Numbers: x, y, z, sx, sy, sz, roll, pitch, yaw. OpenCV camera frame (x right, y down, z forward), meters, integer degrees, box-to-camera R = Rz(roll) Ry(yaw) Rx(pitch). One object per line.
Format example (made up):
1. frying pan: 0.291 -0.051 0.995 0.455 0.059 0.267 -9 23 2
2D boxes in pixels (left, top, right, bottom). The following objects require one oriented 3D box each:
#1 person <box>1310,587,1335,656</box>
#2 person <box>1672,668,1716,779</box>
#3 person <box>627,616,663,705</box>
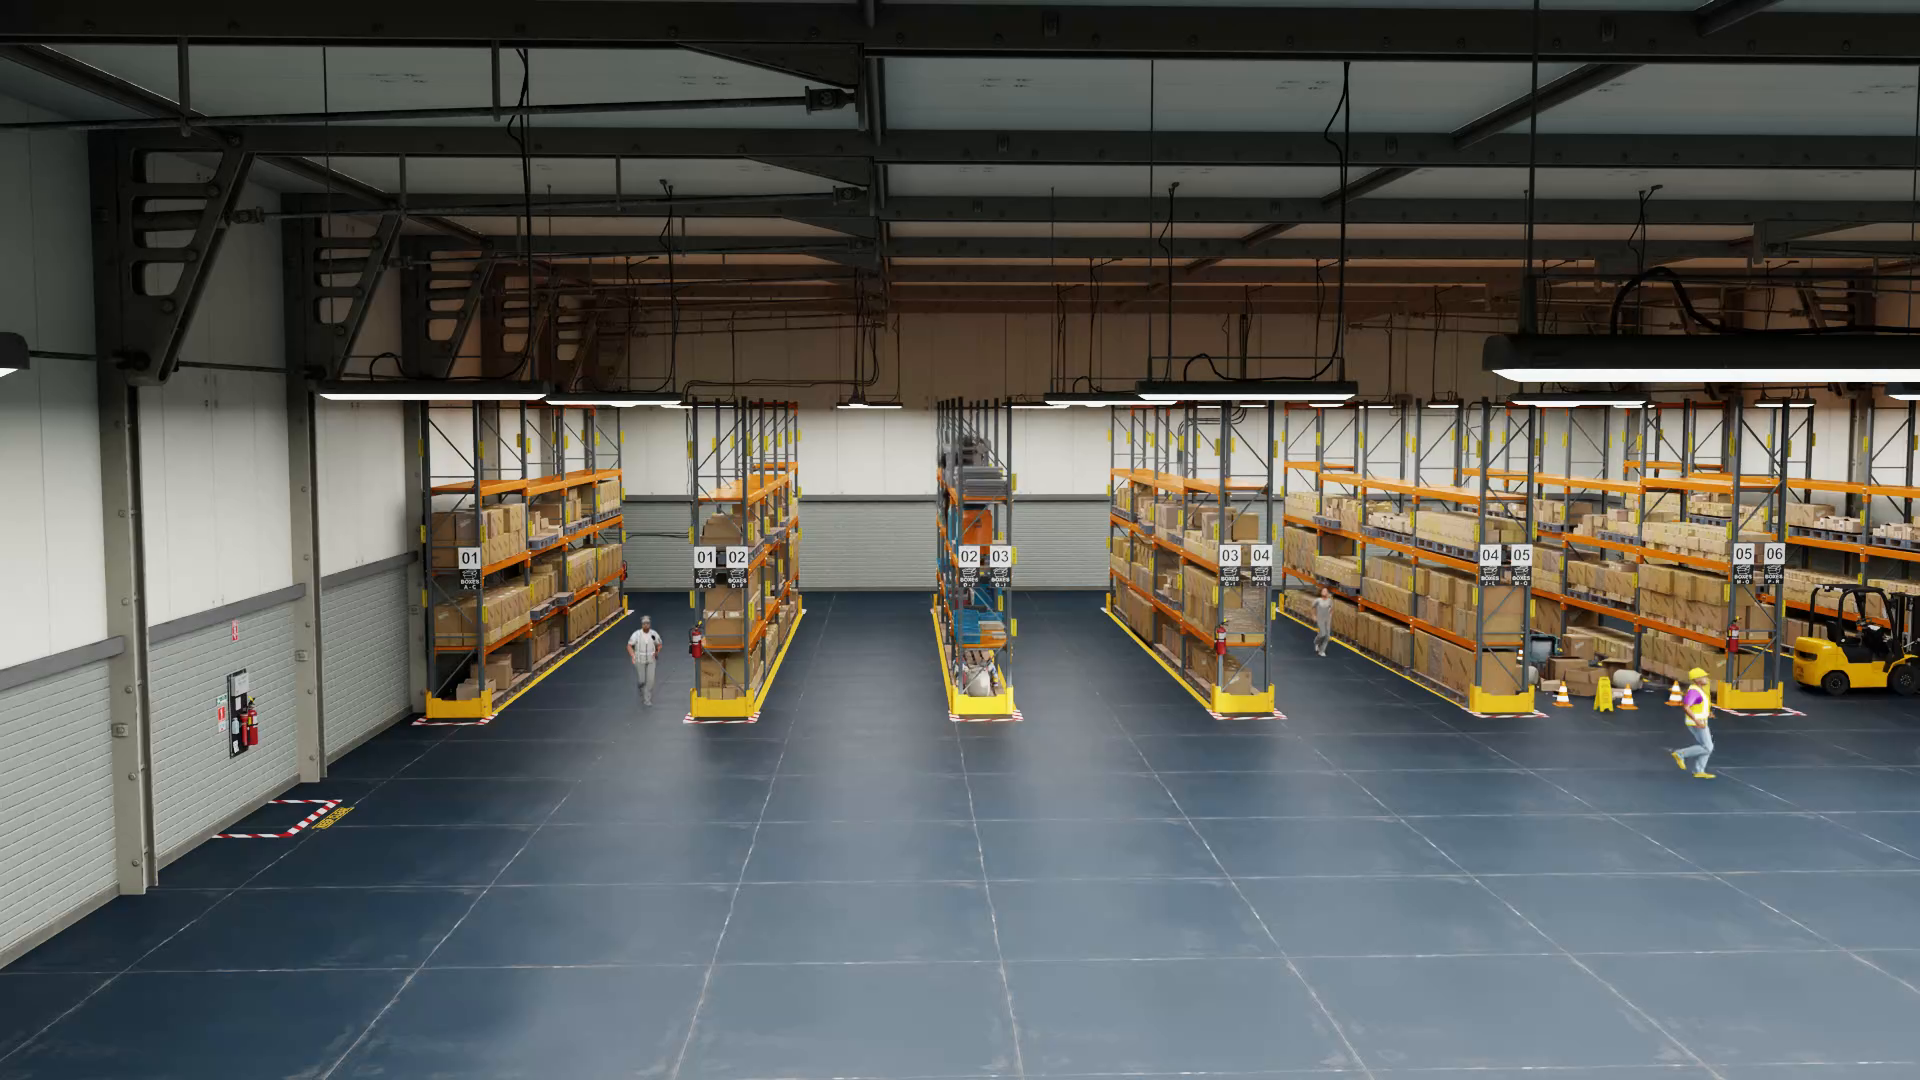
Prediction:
1. person: 8.507 1.907 38.887 0.559 1.627 0.556 -1 4 -9
2. person: 11.481 2.858 25.967 0.618 1.724 0.718 2 5 28
3. person: -6.149 2.343 32.539 0.679 1.731 0.619 -1 5 -18
